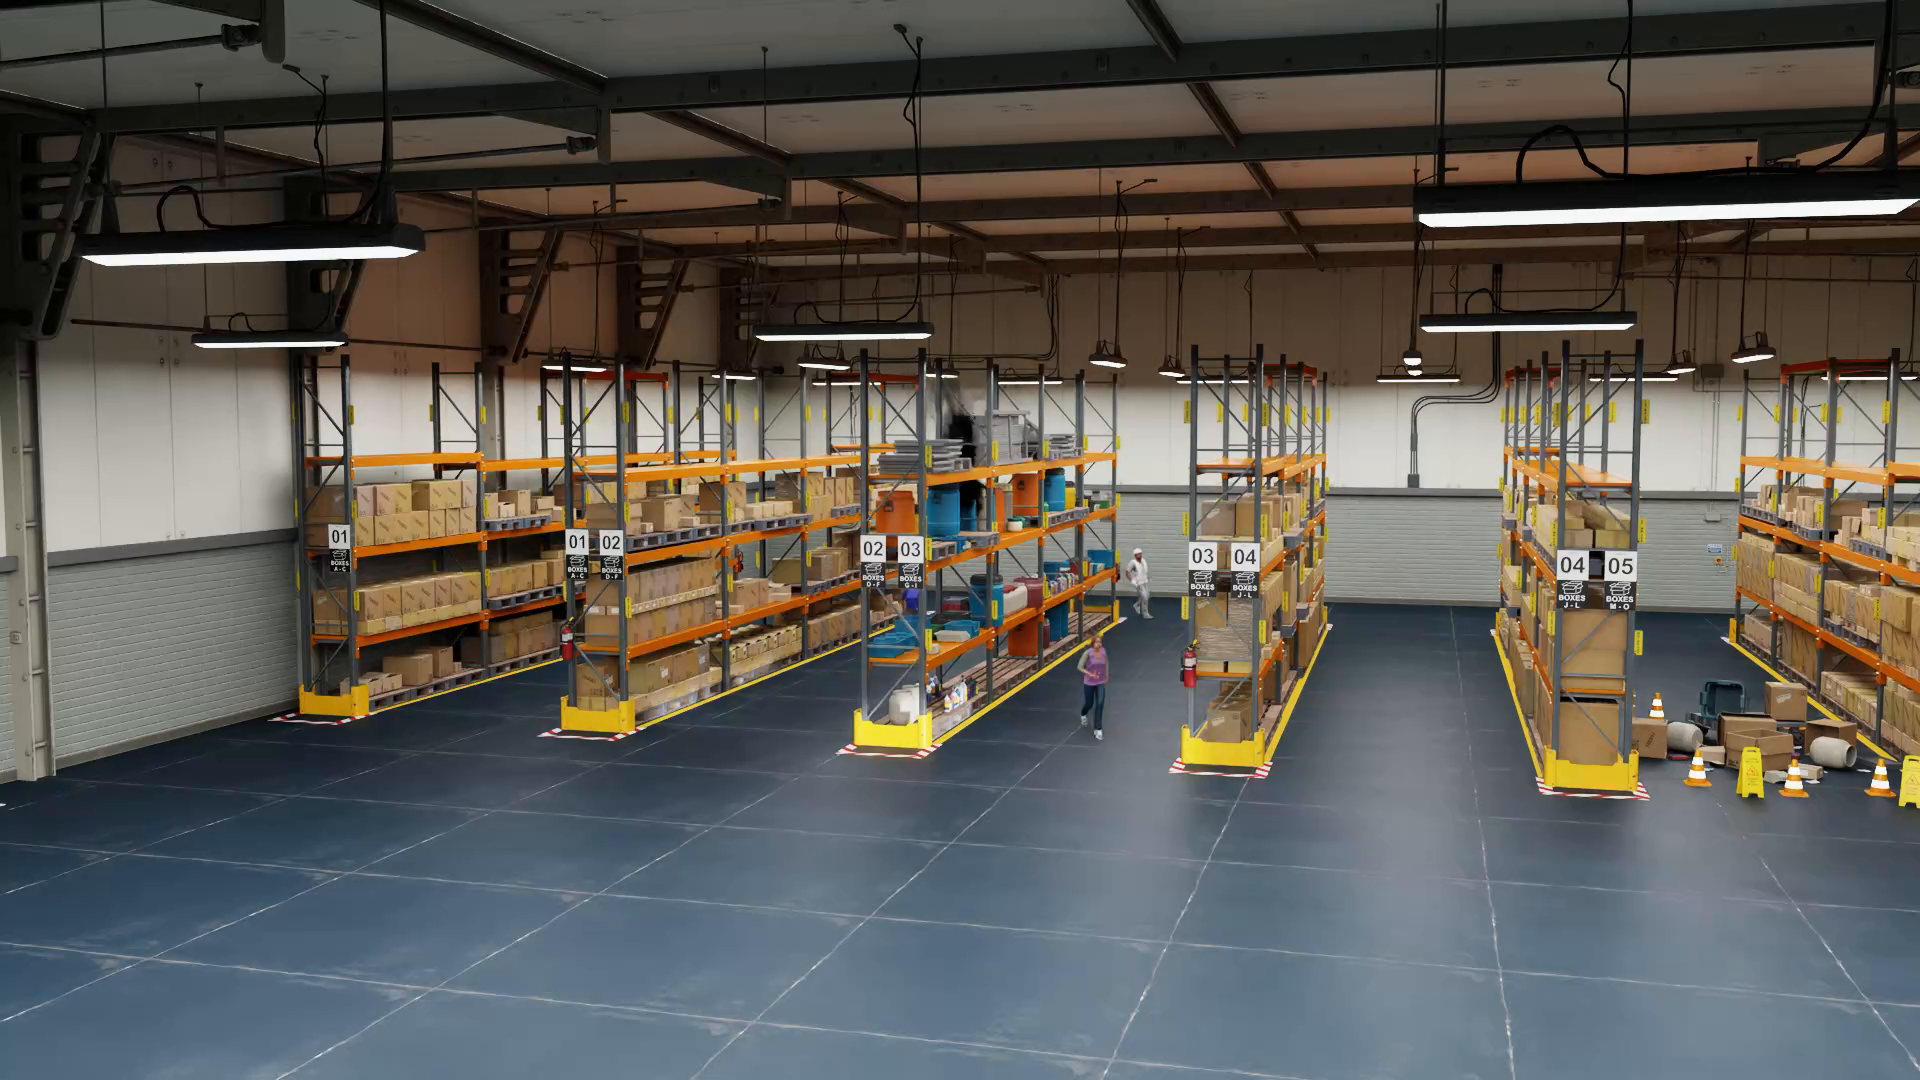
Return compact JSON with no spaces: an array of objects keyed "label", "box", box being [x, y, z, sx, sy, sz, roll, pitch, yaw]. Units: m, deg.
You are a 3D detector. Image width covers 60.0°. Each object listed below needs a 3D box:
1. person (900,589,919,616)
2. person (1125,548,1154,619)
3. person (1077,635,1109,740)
[{"label":"person","box":[-0.984,1.566,35.072,0.571,1.613,0.665,0,4,5]},{"label":"person","box":[4.374,1.066,40.910,0.718,1.743,0.747,-3,6,-39]},{"label":"person","box":[2.090,2.259,26.019,0.564,1.592,0.921,-1,4,-17]}]
